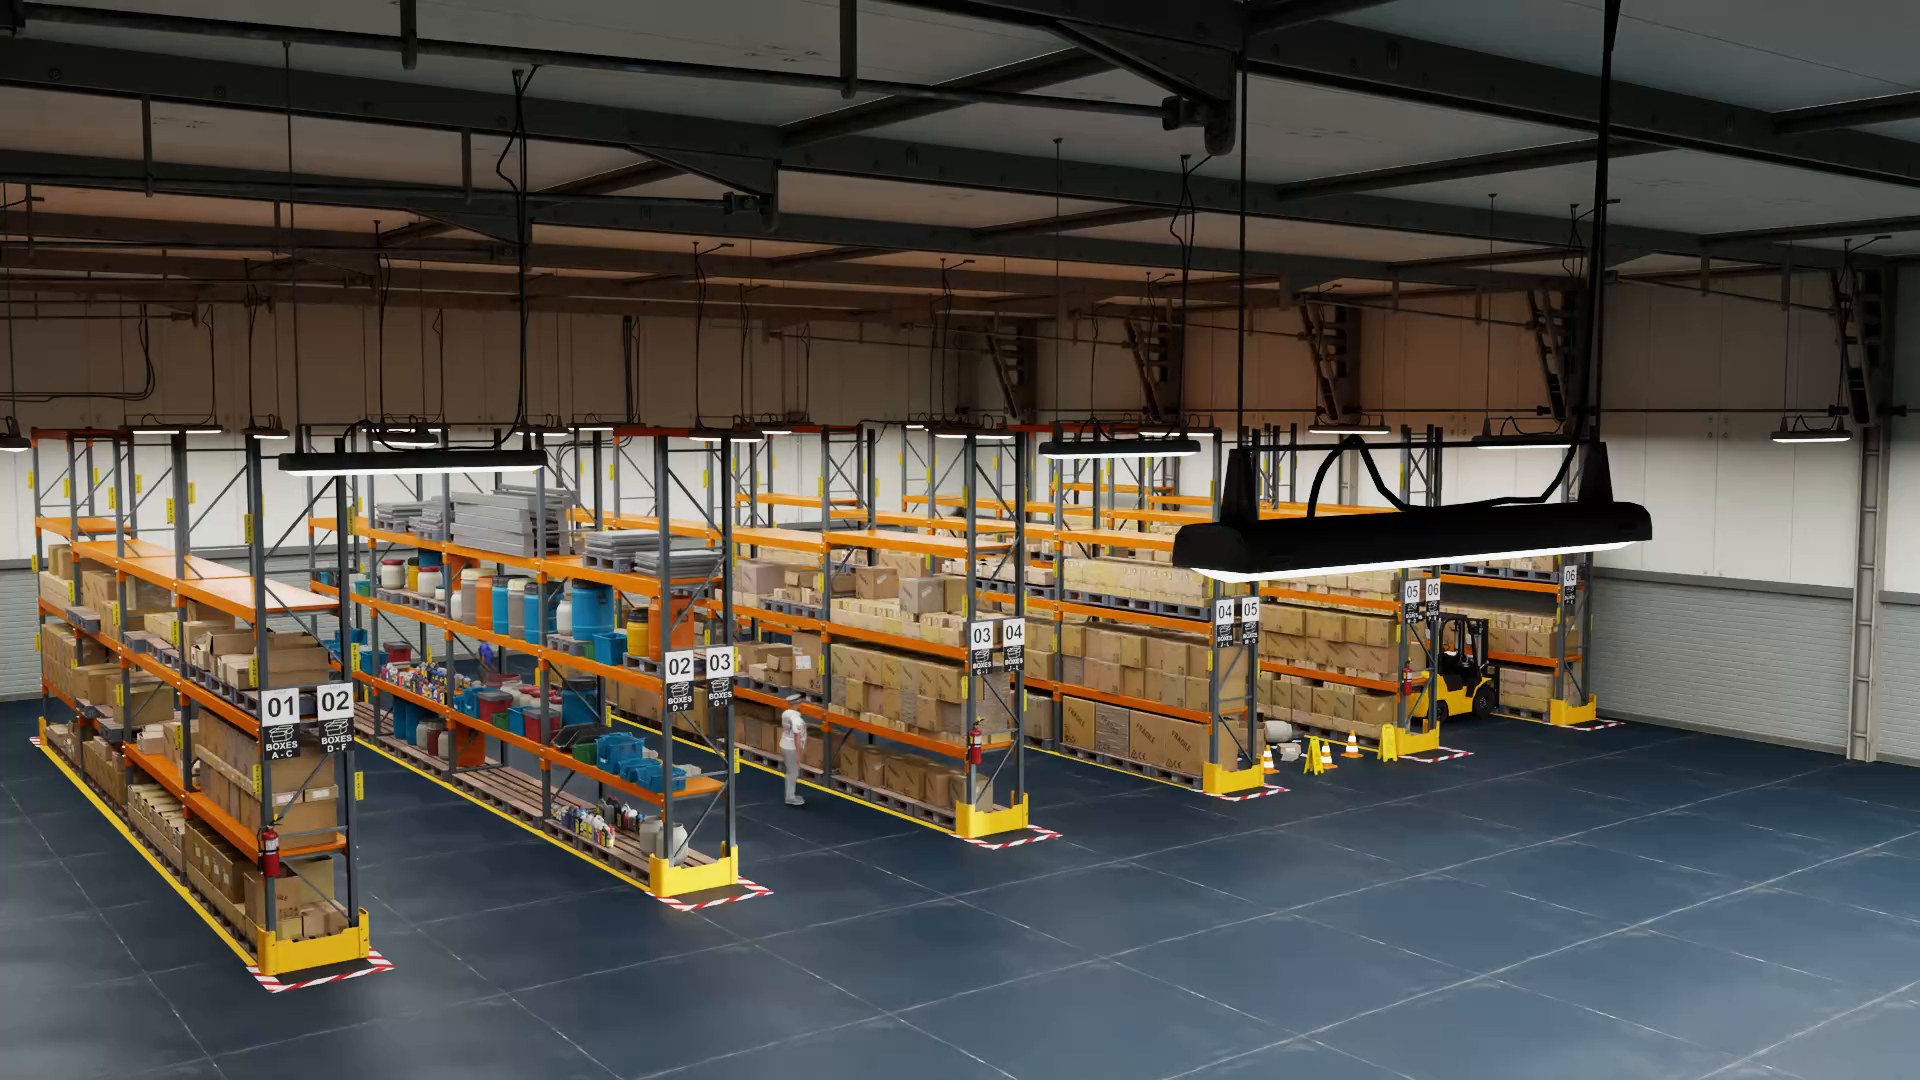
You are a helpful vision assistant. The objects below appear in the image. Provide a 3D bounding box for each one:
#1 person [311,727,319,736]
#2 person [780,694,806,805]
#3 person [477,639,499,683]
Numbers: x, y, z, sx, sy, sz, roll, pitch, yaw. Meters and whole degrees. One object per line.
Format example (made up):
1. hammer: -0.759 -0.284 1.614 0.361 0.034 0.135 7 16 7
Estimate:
1. person: -10.293 3.379 26.810 0.520 1.701 0.372 2 5 27
2. person: -2.667 3.357 26.674 0.404 1.769 0.611 -2 5 -22
3. person: -9.917 2.815 34.905 0.438 1.580 0.641 0 4 -1
